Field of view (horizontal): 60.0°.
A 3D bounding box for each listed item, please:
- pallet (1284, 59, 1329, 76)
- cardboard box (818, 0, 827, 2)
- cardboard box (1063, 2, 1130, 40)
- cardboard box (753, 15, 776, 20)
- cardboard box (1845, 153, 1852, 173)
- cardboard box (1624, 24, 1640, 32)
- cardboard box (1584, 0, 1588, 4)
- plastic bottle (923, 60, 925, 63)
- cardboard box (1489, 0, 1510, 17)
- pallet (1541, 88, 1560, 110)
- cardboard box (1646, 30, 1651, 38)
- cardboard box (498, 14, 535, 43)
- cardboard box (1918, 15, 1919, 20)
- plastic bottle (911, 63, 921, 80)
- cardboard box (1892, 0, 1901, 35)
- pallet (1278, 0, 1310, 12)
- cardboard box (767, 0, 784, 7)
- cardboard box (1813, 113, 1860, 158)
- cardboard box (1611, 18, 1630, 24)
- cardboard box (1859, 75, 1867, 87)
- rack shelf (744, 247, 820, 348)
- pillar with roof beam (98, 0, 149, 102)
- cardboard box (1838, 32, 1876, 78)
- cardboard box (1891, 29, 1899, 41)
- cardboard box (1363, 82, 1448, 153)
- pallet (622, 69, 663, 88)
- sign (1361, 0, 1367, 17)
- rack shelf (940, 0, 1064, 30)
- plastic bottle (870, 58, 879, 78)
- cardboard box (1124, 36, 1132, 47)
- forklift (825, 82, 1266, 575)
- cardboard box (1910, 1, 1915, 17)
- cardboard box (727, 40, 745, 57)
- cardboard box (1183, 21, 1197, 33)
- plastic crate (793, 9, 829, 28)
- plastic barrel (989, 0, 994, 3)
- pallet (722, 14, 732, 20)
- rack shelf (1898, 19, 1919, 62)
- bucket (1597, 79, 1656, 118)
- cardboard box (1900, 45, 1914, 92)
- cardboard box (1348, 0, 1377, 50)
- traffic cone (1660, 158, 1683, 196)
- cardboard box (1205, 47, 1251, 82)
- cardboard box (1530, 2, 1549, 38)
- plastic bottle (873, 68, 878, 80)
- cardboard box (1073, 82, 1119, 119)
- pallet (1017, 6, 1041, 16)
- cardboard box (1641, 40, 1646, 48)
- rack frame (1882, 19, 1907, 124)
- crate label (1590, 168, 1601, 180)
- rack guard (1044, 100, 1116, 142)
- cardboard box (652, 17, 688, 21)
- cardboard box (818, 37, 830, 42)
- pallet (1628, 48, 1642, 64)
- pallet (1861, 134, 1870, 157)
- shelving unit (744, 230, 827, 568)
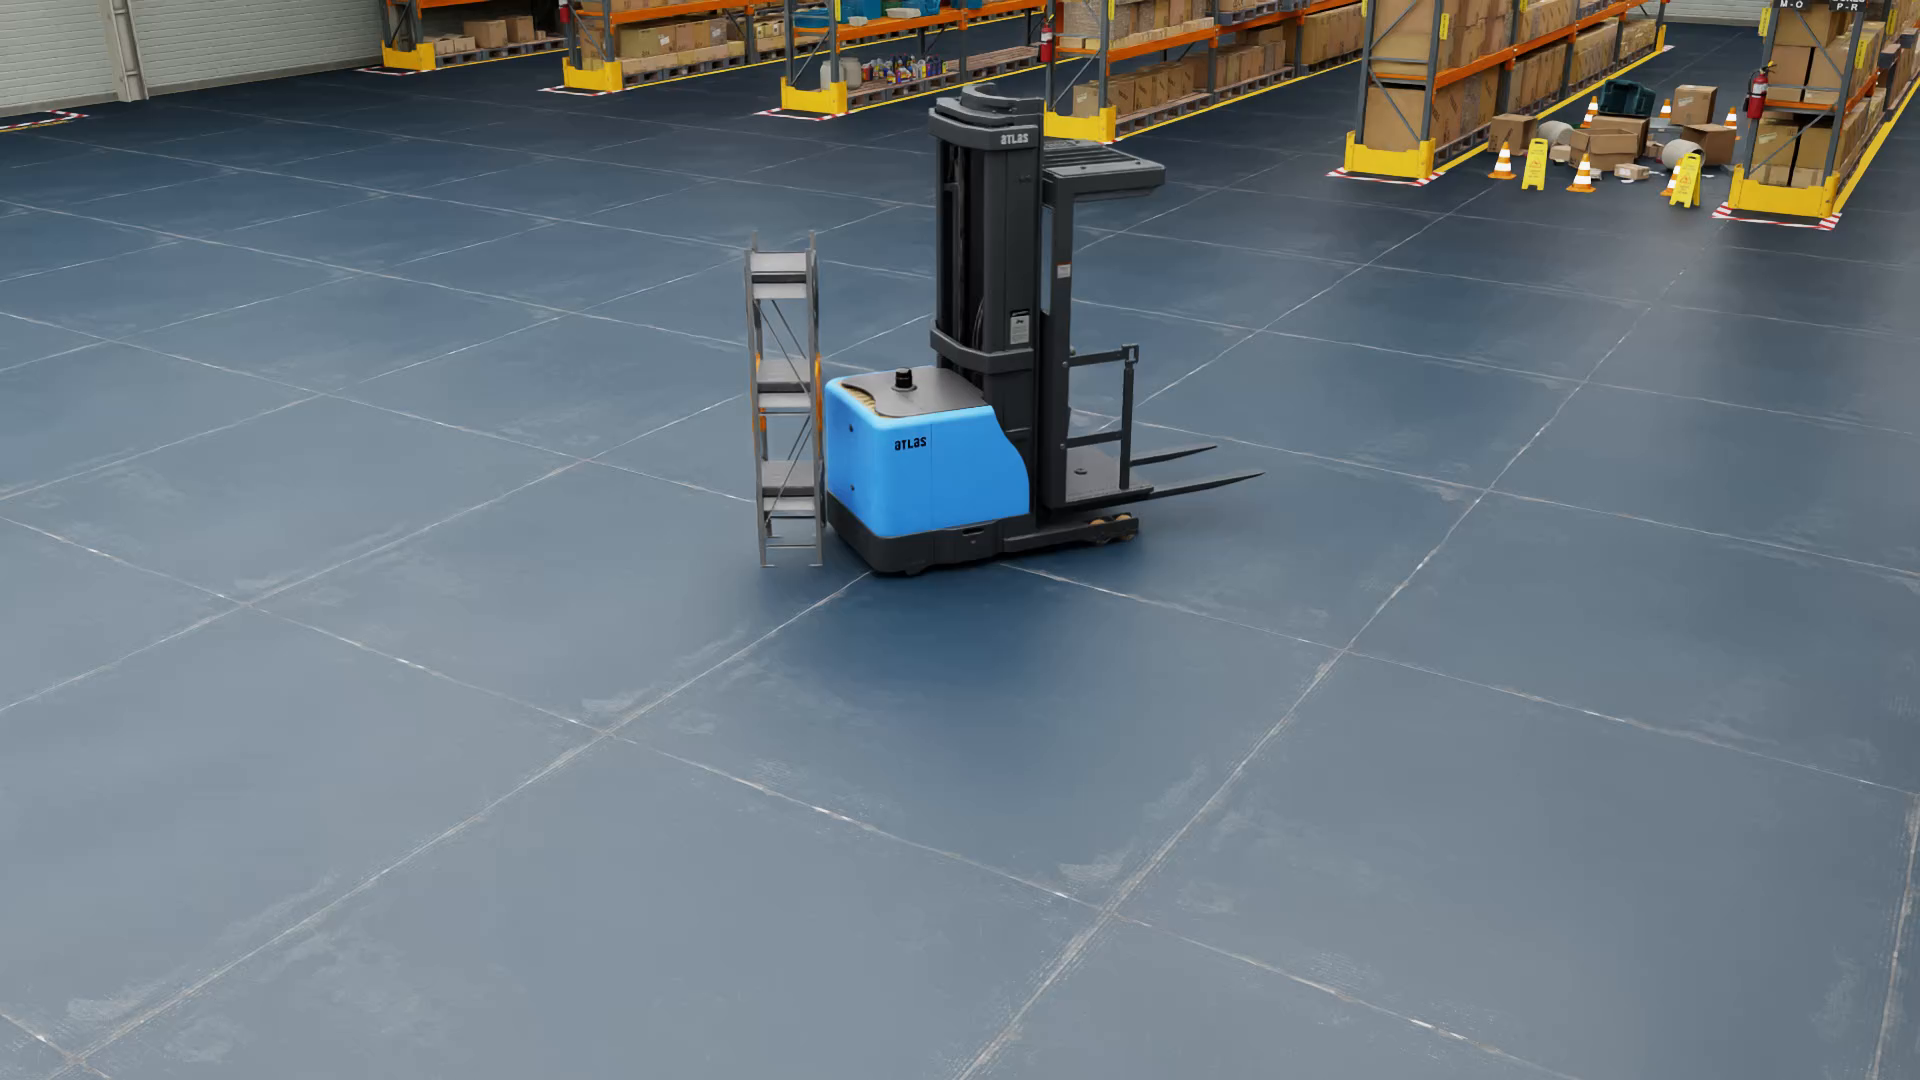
[{"bbox_3d":[6.460,-9.208,32.255,1.003,0.211,1.213,14,27,29],"label":"pallet"},{"bbox_3d":[-3.785,-14.147,42.771,0.700,0.500,0.500,14,27,28],"label":"cardboard box"},{"bbox_3d":[2.073,-7.900,25.222,0.875,0.500,0.500,14,27,29],"label":"cardboard box"},{"bbox_3d":[-4.040,-10.695,34.405,0.500,0.311,0.500,14,27,29],"label":"cardboard box"},{"bbox_3d":[11.392,-4.963,21.872,0.500,0.250,0.500,16,28,32],"label":"cardboard box"},{"bbox_3d":[13.568,-10.361,33.718,0.380,0.149,0.250,13,27,27],"label":"cardboard box"},{"bbox_3d":[10.832,-9.532,29.280,0.380,0.149,0.250,15,28,32],"label":"cardboard box"},{"bbox_3d":[-0.673,-8.557,30.116,0.152,0.276,0.135,14,27,29],"label":"plastic bottle"},{"bbox_3d":[7.615,-8.051,24.524,0.875,0.550,0.550,14,27,29],"label":"cardboard box"},{"bbox_3d":[9.661,-7.634,28.619,1.003,0.211,1.213,14,27,29],"label":"pallet"},{"bbox_3d":[14.052,-10.471,34.348,0.380,0.149,0.250,13,26,27],"label":"cardboard box"},{"bbox_3d":[-9.268,-10.698,34.778,0.500,0.500,0.500,12,26,25],"label":"cardboard box"},{"bbox_3d":[16.487,-9.238,29.002,0.500,0.250,0.500,13,27,28],"label":"cardboard box"},{"bbox_3d":[-0.793,-8.372,29.687,0.152,0.276,0.135,14,27,30],"label":"plastic bottle"},{"bbox_3d":[13.044,-7.453,23.662,0.500,0.500,0.500,14,27,29],"label":"cardboard box"},{"bbox_3d":[5.695,-9.887,30.553,1.213,0.211,1.003,14,27,29],"label":"pallet"},{"bbox_3d":[-4.767,-13.661,41.208,0.750,0.750,0.750,14,27,30],"label":"cardboard box"},{"bbox_3d":[11.395,-5.303,21.713,0.500,0.500,0.500,14,27,30],"label":"cardboard box"},{"bbox_3d":[13.752,-10.798,34.727,0.380,0.149,0.250,14,27,30],"label":"cardboard box"},{"bbox_3d":[11.580,-6.005,21.662,0.380,0.149,0.250,14,27,29],"label":"cardboard box"},{"bbox_3d":[-1.105,-1.515,10.378,0.431,0.518,0.480,-1,23,-2],"label":"rack shelf"},{"bbox_3d":[-10.738,-10.895,25.090,9.100,9.000,0.400,14,27,29],"label":"pillar with roof beam"},{"bbox_3d":[11.464,-6.266,21.448,0.500,0.500,0.500,13,27,28],"label":"cardboard box"},{"bbox_3d":[13.560,-7.443,24.454,0.380,0.149,0.250,15,28,31],"label":"cardboard box"},{"bbox_3d":[6.222,-5.924,23.305,0.875,0.875,0.875,14,27,29],"label":"cardboard box"},{"bbox_3d":[-6.286,-8.602,30.854,1.003,0.211,1.213,14,27,29],"label":"pallet"},{"bbox_3d":[5.467,-7.222,22.402,0.100,0.325,0.005,14,27,29],"label":"sign"},{"bbox_3d":[0.717,-10.270,32.104,1.077,0.370,4.000,14,27,29],"label":"rack shelf"},{"bbox_3d":[-1.538,-8.456,29.788,0.144,0.351,0.185,15,28,31],"label":"plastic bottle"},{"bbox_3d":[2.406,-7.630,25.415,0.380,0.149,0.250,14,27,29],"label":"cardboard box"},{"bbox_3d":[0.654,-1.495,11.013,3.031,2.935,1.130,-10,25,-22],"label":"forklift"},{"bbox_3d":[15.150,-8.615,26.934,0.500,0.250,0.500,15,27,30],"label":"cardboard box"},{"bbox_3d":[-4.603,-9.693,32.798,0.500,0.250,0.500,14,27,29],"label":"cardboard box"},{"bbox_3d":[3.646,-8.376,27.139,0.380,0.149,0.250,14,27,29],"label":"cardboard box"},{"bbox_3d":[-2.438,-8.739,27.848,0.499,0.251,0.616,14,27,29],"label":"plastic crate"},{"bbox_3d":[0.491,-10.276,31.387,0.301,0.262,0.301,0,23,0],"label":"plastic barrel"},{"bbox_3d":[-6.165,-12.322,39.448,1.003,0.211,1.213,14,27,29],"label":"pallet"},{"bbox_3d":[15.454,-8.506,28.028,1.077,0.370,4.000,14,27,29],"label":"rack shelf"},{"bbox_3d":[9.917,-6.480,24.650,0.620,0.611,0.726,-6,22,-39],"label":"bucket"},{"bbox_3d":[15.780,-8.196,28.552,0.875,0.875,0.875,15,27,30],"label":"cardboard box"},{"bbox_3d":[7.769,-10.585,34.071,1.225,0.875,0.875,14,27,29],"label":"cardboard box"},{"bbox_3d":[9.310,-4.712,21.552,0.336,0.463,0.334,14,27,29],"label":"traffic cone"},{"bbox_3d":[4.775,-8.491,29.681,0.700,0.500,0.500,11,26,24],"label":"cardboard box"},{"bbox_3d":[9.068,-8.320,26.567,0.500,0.500,0.500,14,27,29],"label":"cardboard box"},{"bbox_3d":[-1.506,-8.311,29.641,0.097,0.201,0.097,0,23,0],"label":"plastic bottle"},{"bbox_3d":[2.104,-6.790,25.777,0.500,0.500,0.500,20,30,38],"label":"cardboard box"},{"bbox_3d":[1.326,-13.440,42.031,1.003,0.211,1.213,14,27,29],"label":"pallet"},{"bbox_3d":[13.797,-10.163,34.010,0.380,0.149,0.250,13,26,27],"label":"cardboard box"},{"bbox_3d":[14.399,-8.161,26.325,1.000,3.000,0.127,14,27,29],"label":"rack frame"},{"bbox_3d":[8.550,-4.959,22.532,0.250,0.136,0.298,1,23,2],"label":"crate label"},{"bbox_3d":[1.800,-6.416,25.441,1.175,0.500,0.348,14,27,29],"label":"rack guard"},{"bbox_3d":[-5.582,-9.811,32.126,0.500,0.500,0.500,14,27,29],"label":"cardboard box"},{"bbox_3d":[-3.041,-10.673,35.061,0.500,0.250,0.500,15,27,30],"label":"cardboard box"},{"bbox_3d":[13.217,-9.882,33.811,1.003,0.211,1.213,14,27,29],"label":"pallet"},{"bbox_3d":[12.699,-5.794,24.368,1.003,0.211,1.213,14,27,29],"label":"pallet"},{"bbox_3d":[-1.105,-0.885,10.651,0.431,2.100,0.503,-1,23,-2],"label":"shelving unit"}]
